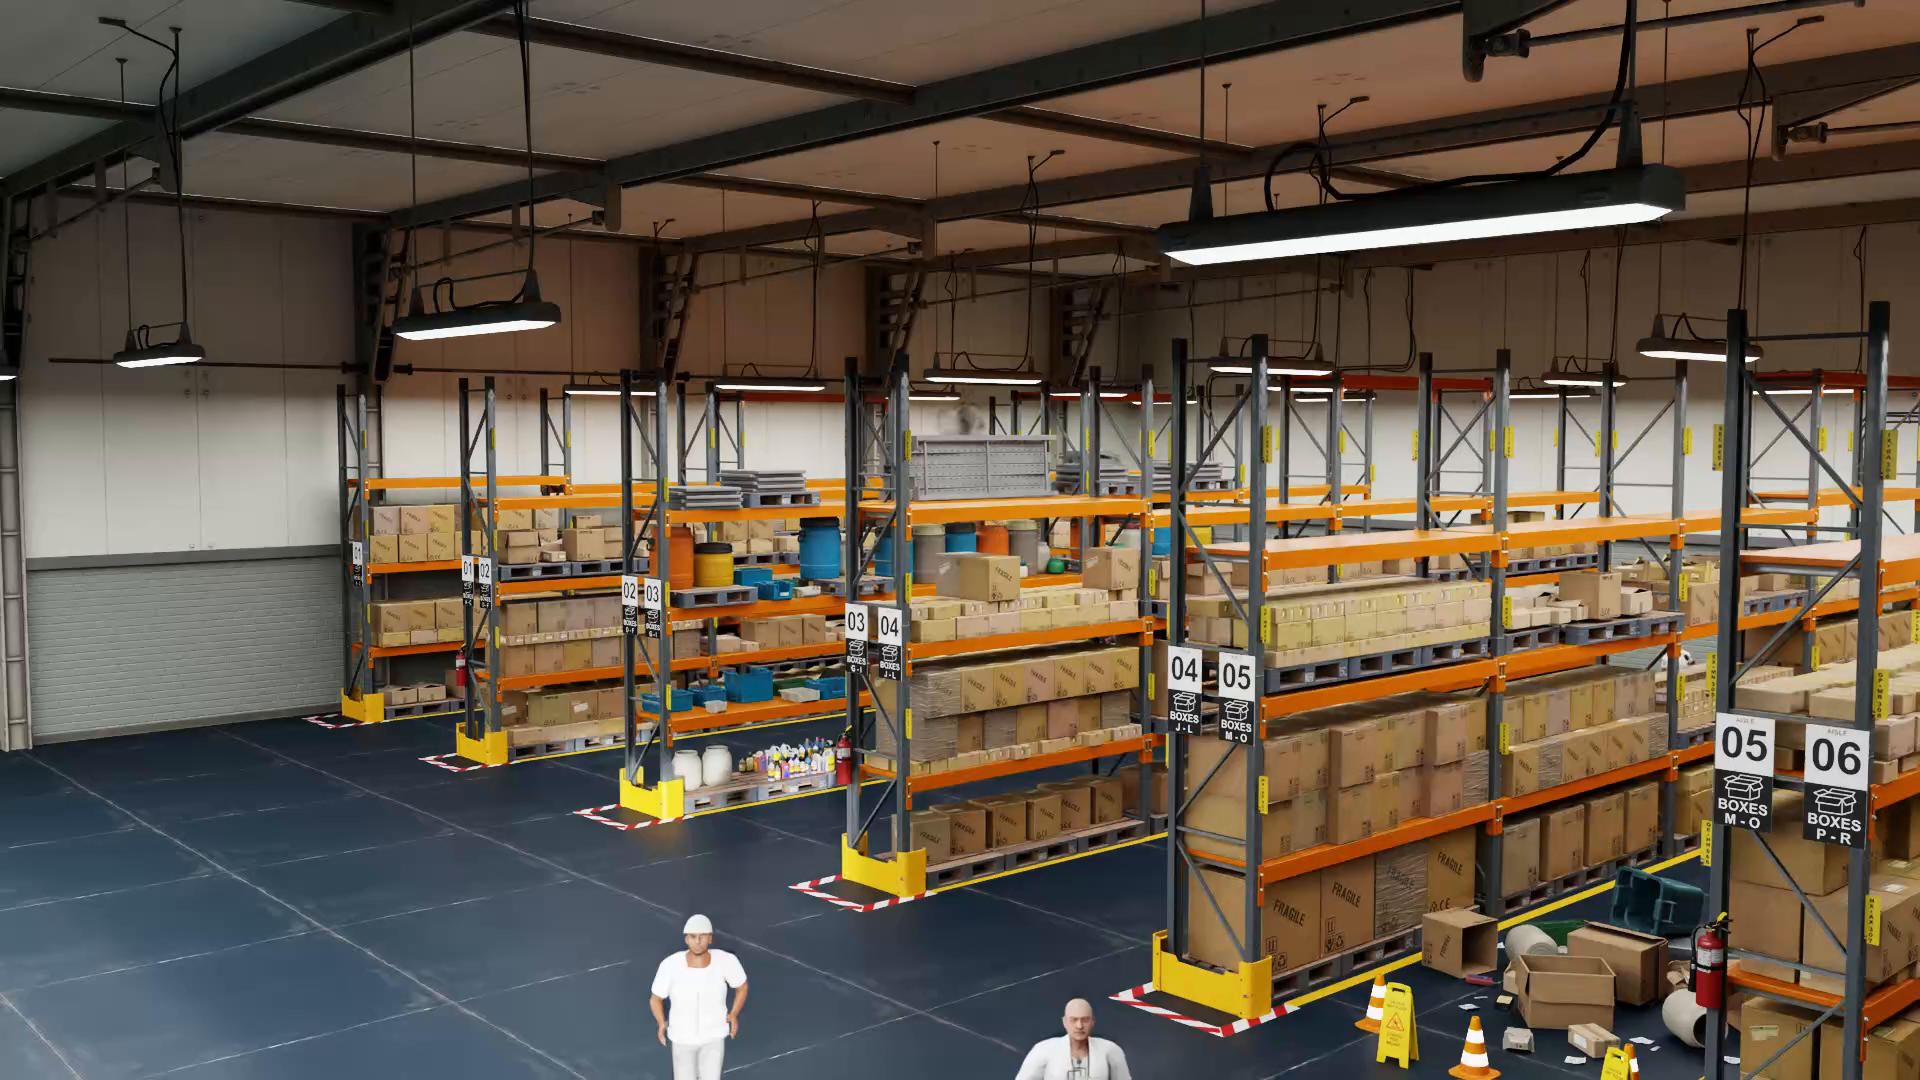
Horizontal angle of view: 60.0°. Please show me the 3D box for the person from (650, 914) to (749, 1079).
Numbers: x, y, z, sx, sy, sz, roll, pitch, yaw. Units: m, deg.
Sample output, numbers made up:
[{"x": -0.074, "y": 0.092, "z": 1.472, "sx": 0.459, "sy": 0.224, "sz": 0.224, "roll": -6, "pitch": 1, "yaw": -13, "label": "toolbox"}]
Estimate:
[{"x": -1.850, "y": 3.521, "z": 11.842, "sx": 0.698, "sy": 1.735, "sz": 0.787, "roll": -1, "pitch": 4, "yaw": -8, "label": "person"}]

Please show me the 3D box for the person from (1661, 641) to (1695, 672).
[{"x": 12.247, "y": 2.464, "z": 28.345, "sx": 0.580, "sy": 1.693, "sz": 0.792, "roll": 1, "pitch": 4, "yaw": 16, "label": "person"}]

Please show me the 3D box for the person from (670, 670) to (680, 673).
[{"x": -5.318, "y": 2.359, "z": 30.317, "sx": 0.570, "sy": 1.622, "sz": 0.584, "roll": 3, "pitch": 5, "yaw": 40, "label": "person"}]

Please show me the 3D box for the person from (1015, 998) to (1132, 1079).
[{"x": 0.702, "y": 3.635, "z": 10.084, "sx": 0.726, "sy": 1.732, "sz": 0.702, "roll": 0, "pitch": 4, "yaw": -5, "label": "person"}]
